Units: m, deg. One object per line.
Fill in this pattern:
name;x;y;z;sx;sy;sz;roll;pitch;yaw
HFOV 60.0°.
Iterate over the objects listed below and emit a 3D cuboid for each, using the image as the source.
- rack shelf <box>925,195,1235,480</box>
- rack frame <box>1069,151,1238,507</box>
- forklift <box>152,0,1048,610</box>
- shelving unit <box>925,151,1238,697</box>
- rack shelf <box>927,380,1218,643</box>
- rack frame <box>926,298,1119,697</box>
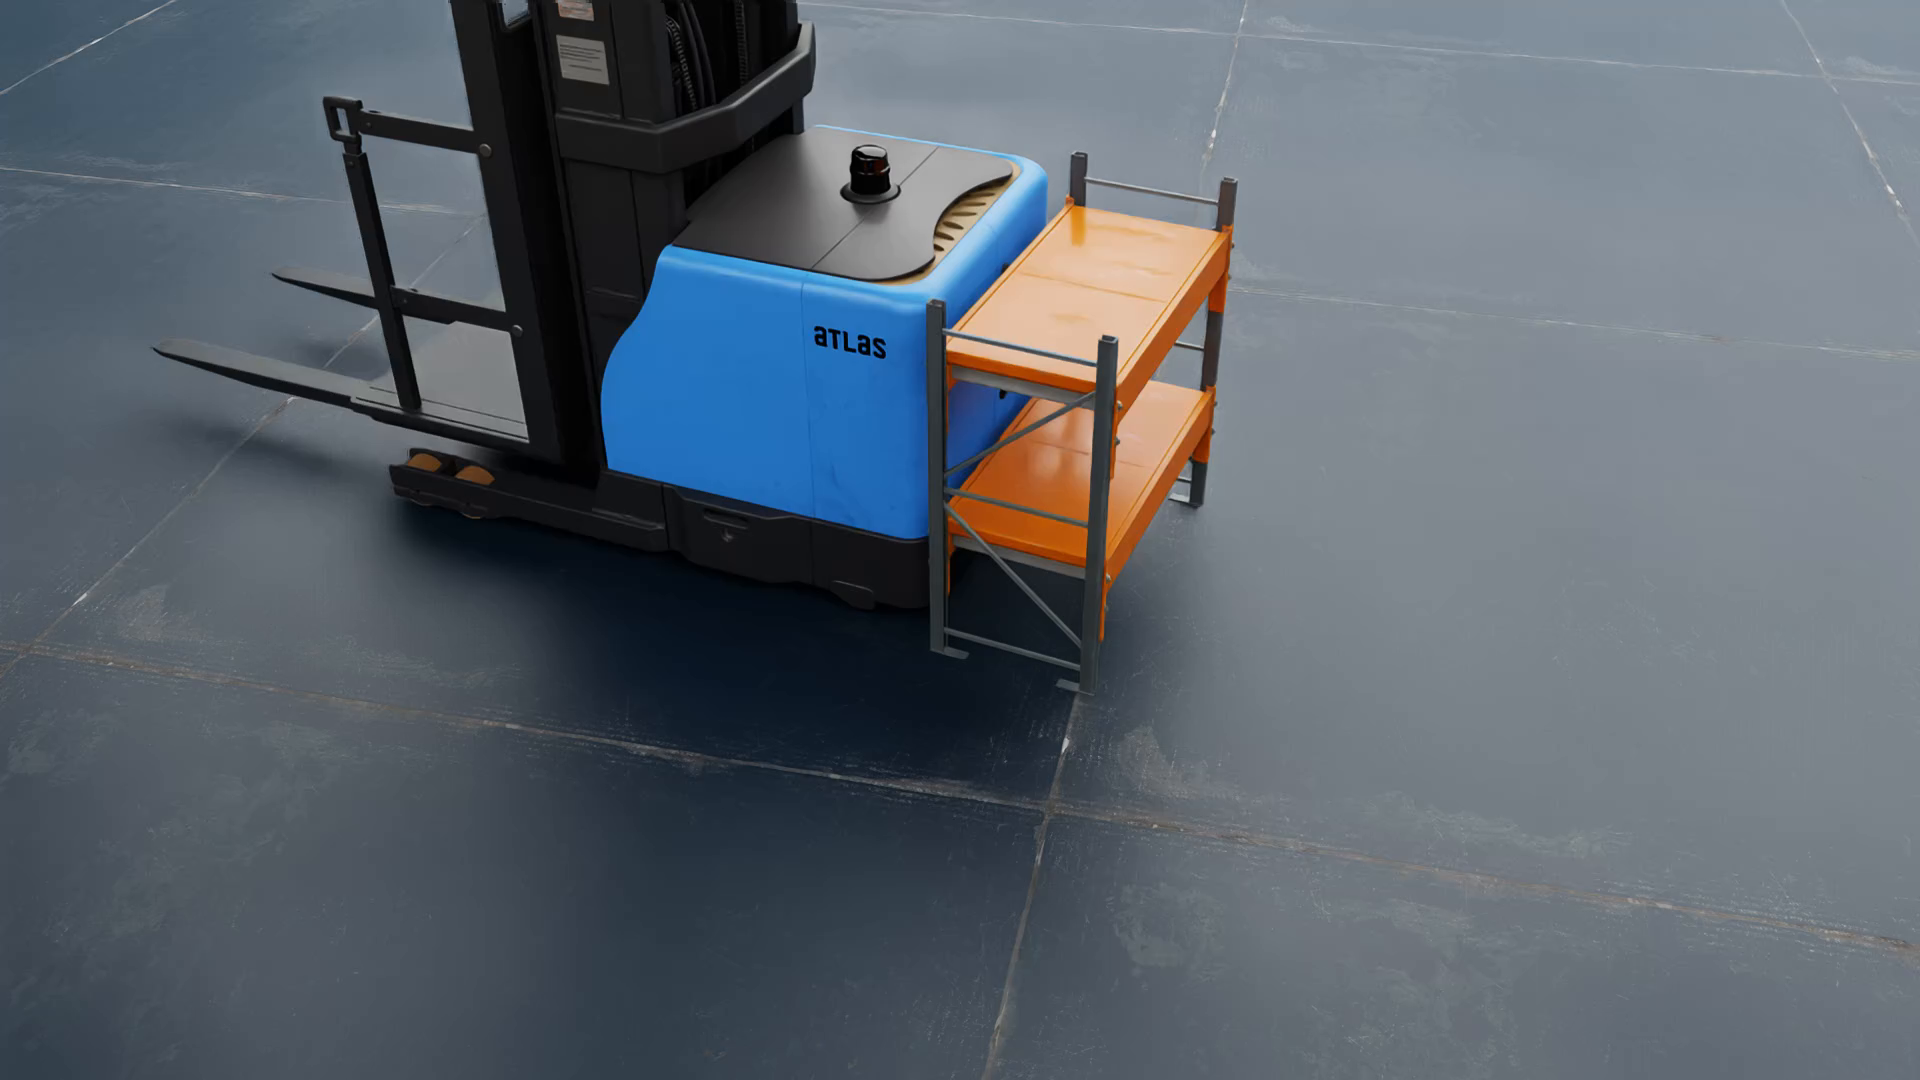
rack shelf;0.355;-0.594;4.612;0.538;0.278;1.000;15;38;19
rack frame;0.561;-0.630;5.160;0.500;1.125;0.032;15;38;19
forklift;-1.290;-1.527;4.859;3.031;2.935;1.130;13;38;18
shelving unit;0.355;-0.357;4.784;0.538;1.125;1.048;15;38;19
rack shelf;0.355;-0.159;4.927;0.538;0.278;1.000;15;38;19
rack frame;0.149;-0.084;4.407;0.500;1.125;0.032;15;38;19
